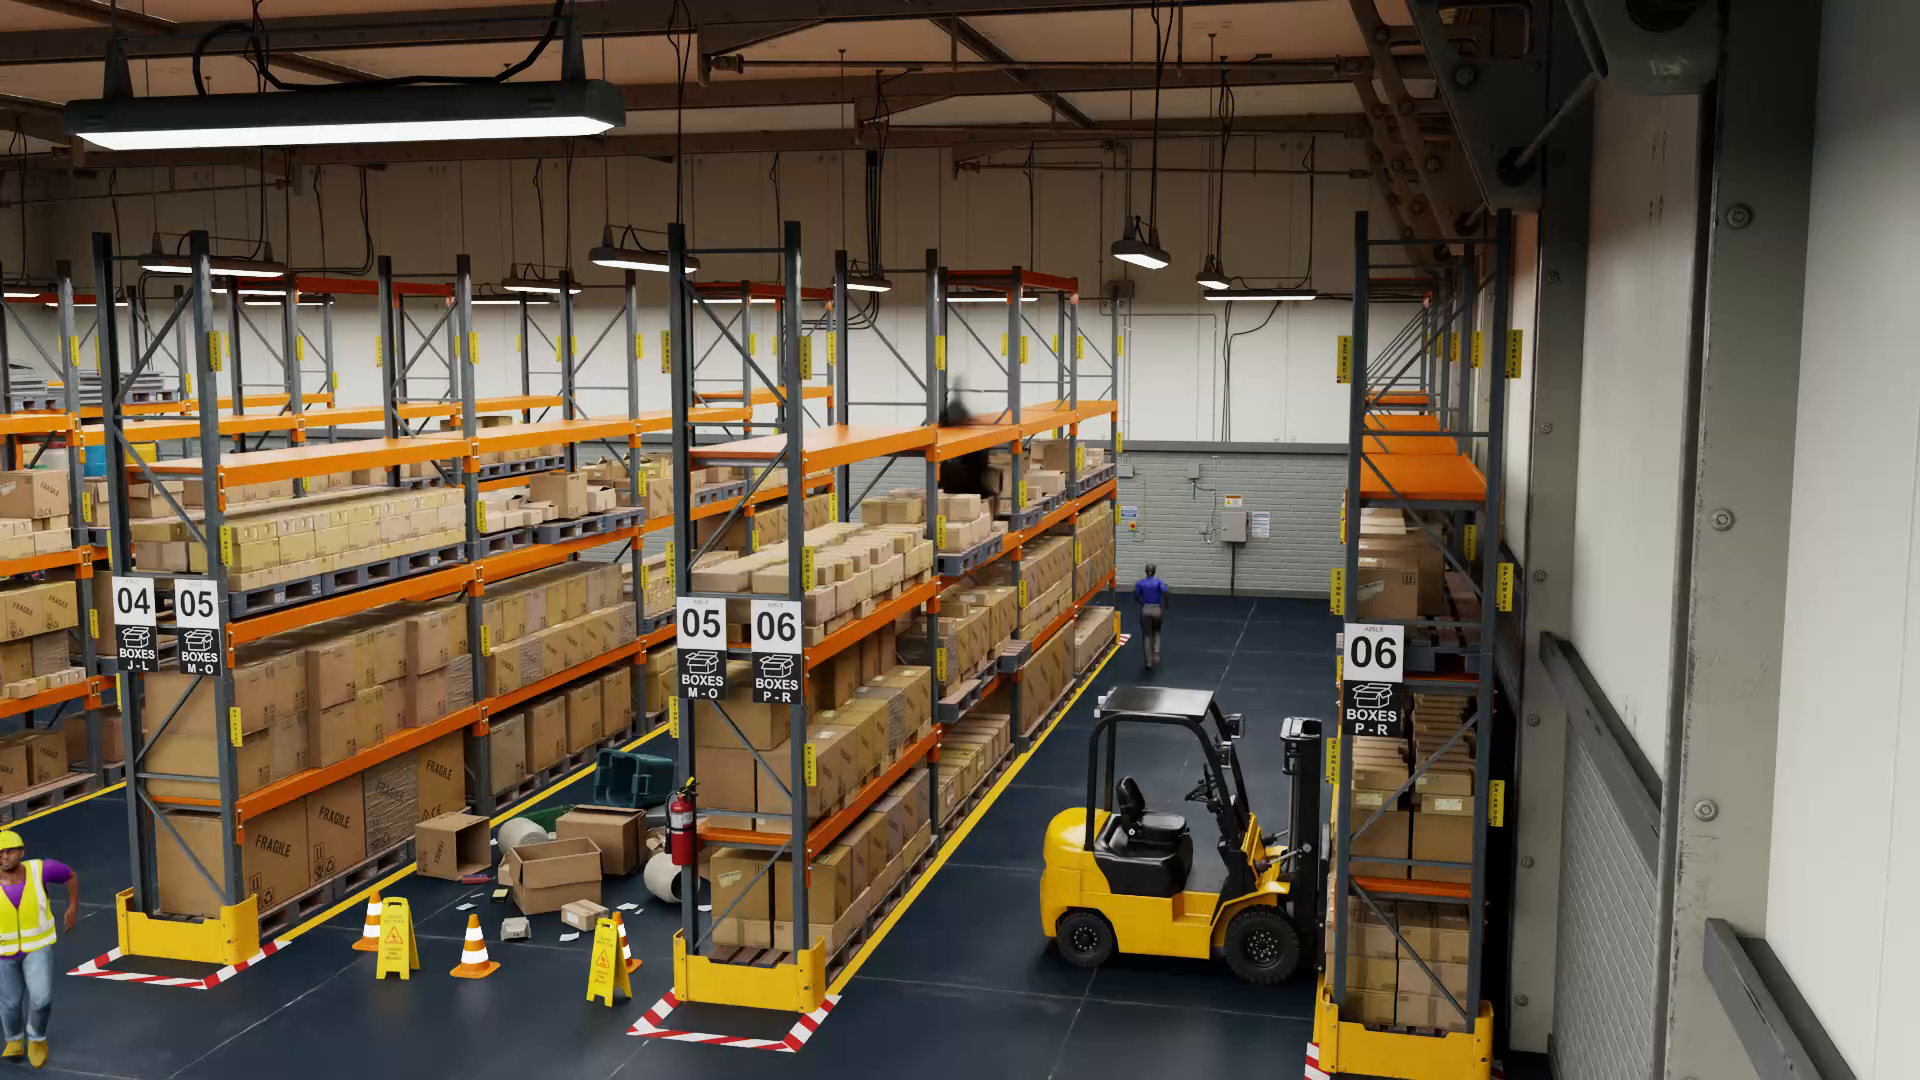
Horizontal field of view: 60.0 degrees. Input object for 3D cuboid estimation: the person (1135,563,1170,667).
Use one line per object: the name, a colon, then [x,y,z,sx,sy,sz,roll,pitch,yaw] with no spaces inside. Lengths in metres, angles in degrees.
person: [3.018,1.168,26.171,0.543,1.600,0.715,1,7,5]

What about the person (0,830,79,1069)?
person: [-6.579,2.870,11.683,0.715,1.731,0.844,-3,8,-26]
